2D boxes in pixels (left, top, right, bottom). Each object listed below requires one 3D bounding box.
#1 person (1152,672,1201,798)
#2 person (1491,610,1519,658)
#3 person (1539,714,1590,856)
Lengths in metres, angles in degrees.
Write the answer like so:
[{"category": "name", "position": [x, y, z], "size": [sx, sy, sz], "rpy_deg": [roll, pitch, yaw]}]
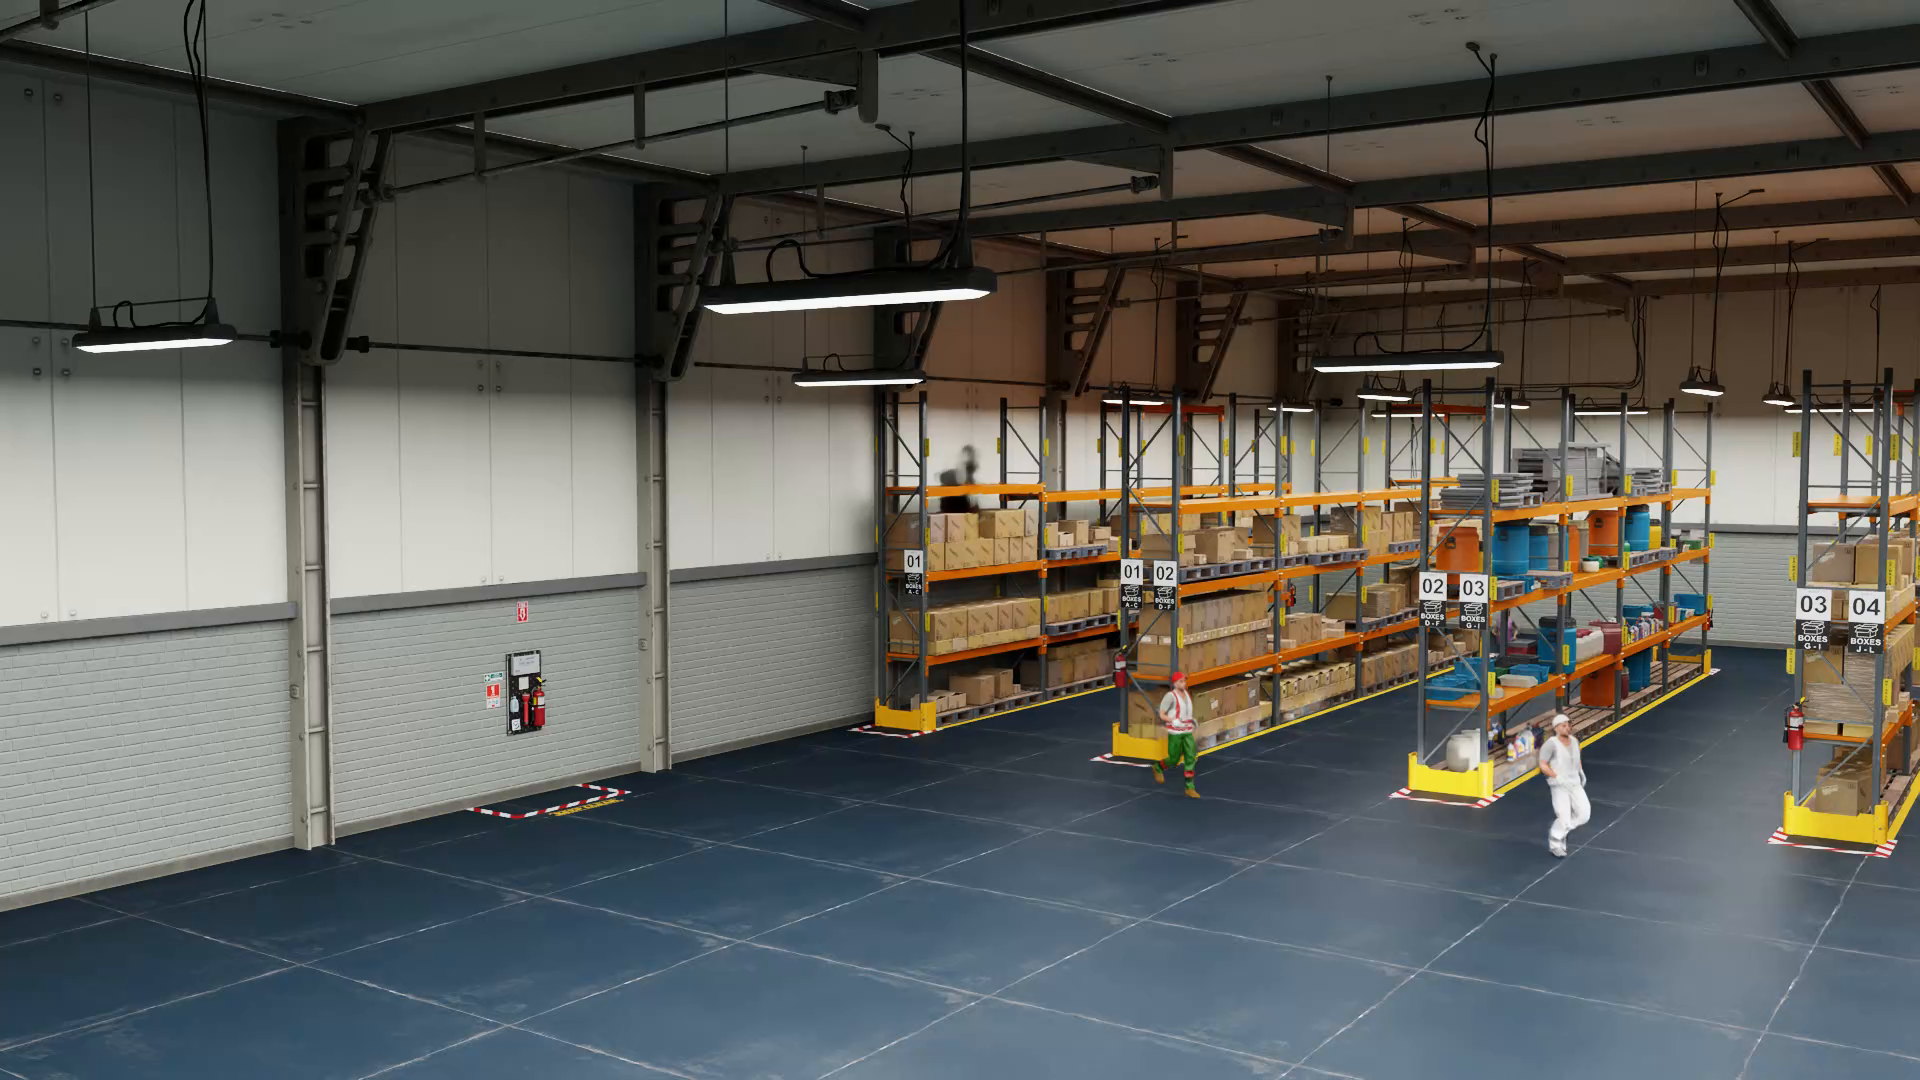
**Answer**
[{"category": "person", "position": [3.143, 2.780, 23.960], "size": [0.670, 1.781, 0.945], "rpy_deg": [-2, 4, -34]}, {"category": "person", "position": [11.562, 2.238, 35.300], "size": [0.538, 1.605, 0.877], "rpy_deg": [1, 3, 23]}, {"category": "person", "position": [7.413, 3.001, 20.301], "size": [0.669, 1.742, 0.517], "rpy_deg": [-1, 3, -20]}]
